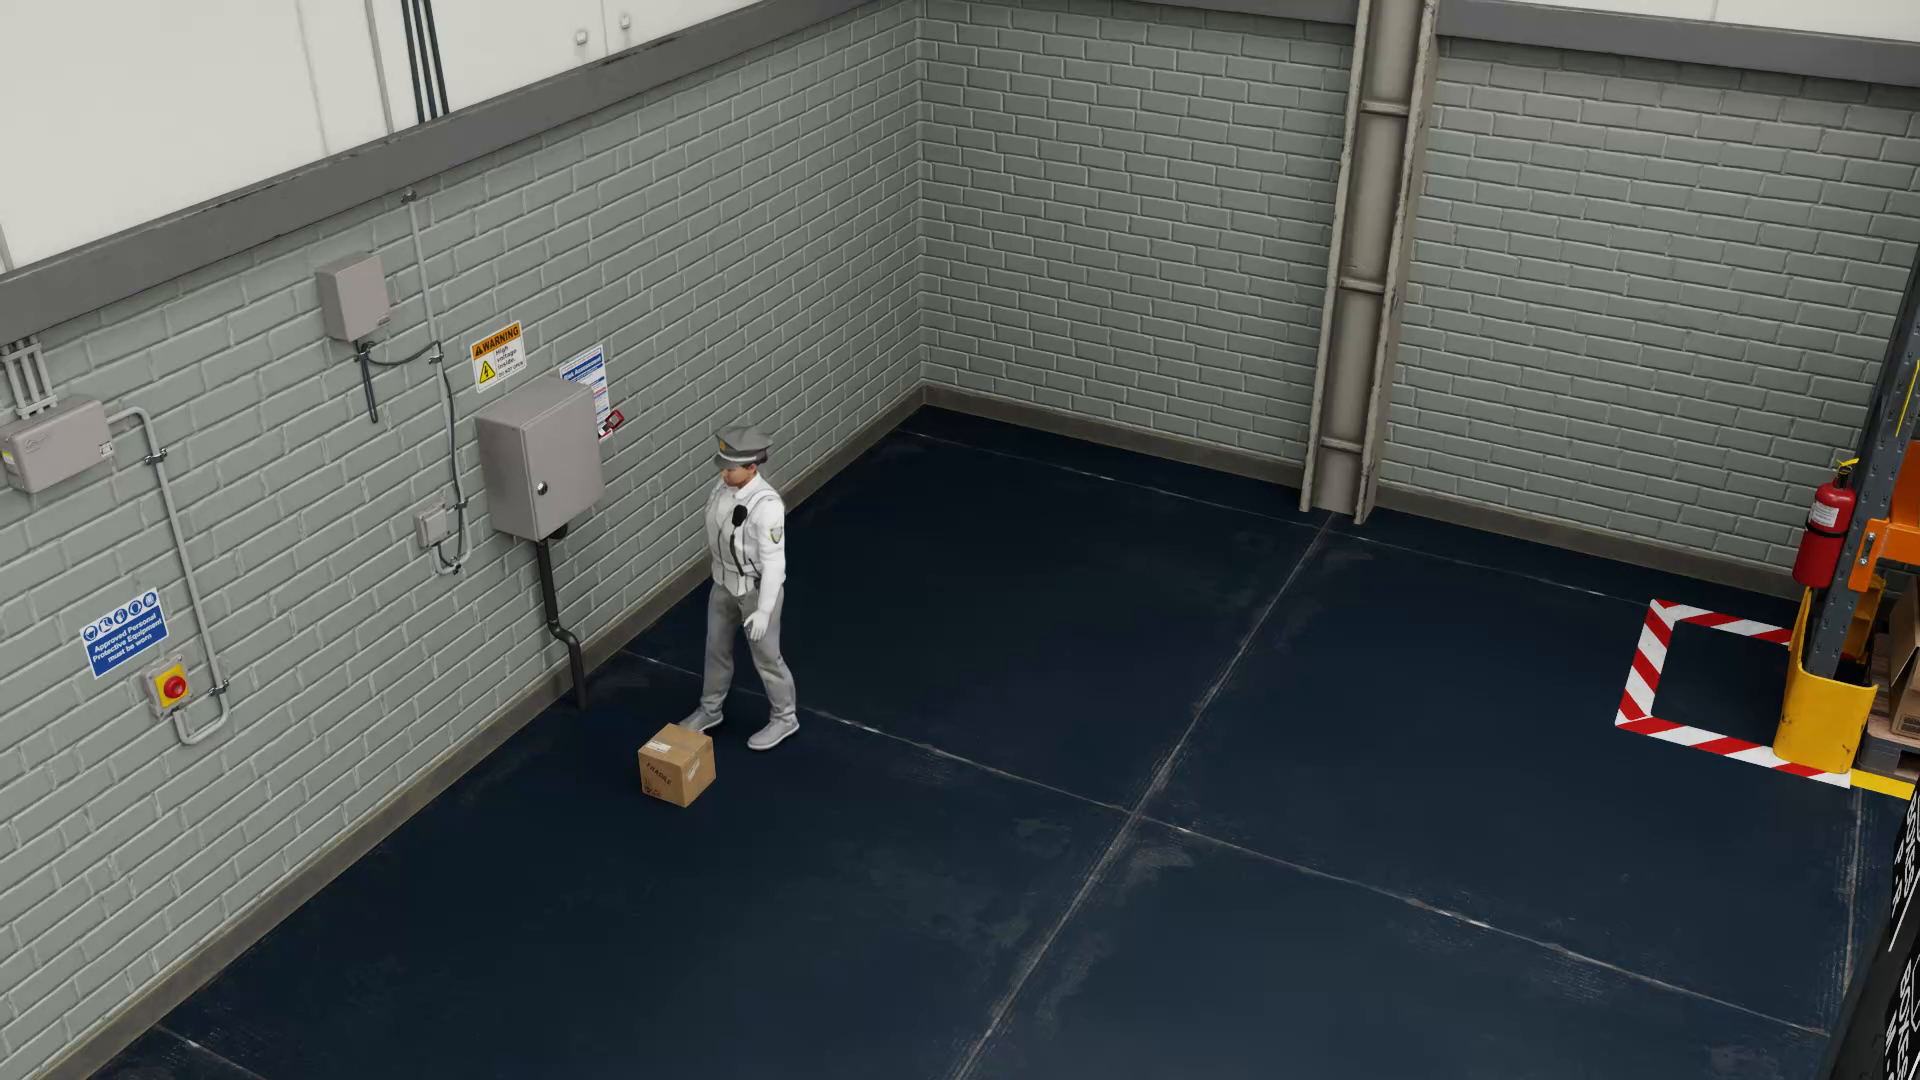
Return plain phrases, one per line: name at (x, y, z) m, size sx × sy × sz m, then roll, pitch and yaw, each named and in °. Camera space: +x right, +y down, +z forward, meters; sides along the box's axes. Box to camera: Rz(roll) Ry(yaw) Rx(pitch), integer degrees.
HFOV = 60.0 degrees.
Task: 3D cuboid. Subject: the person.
person at (-1.088, 0.362, 7.858) m, size 0.538 × 1.445 × 0.530 m, roll -23°, pitch 38°, yaw -34°
